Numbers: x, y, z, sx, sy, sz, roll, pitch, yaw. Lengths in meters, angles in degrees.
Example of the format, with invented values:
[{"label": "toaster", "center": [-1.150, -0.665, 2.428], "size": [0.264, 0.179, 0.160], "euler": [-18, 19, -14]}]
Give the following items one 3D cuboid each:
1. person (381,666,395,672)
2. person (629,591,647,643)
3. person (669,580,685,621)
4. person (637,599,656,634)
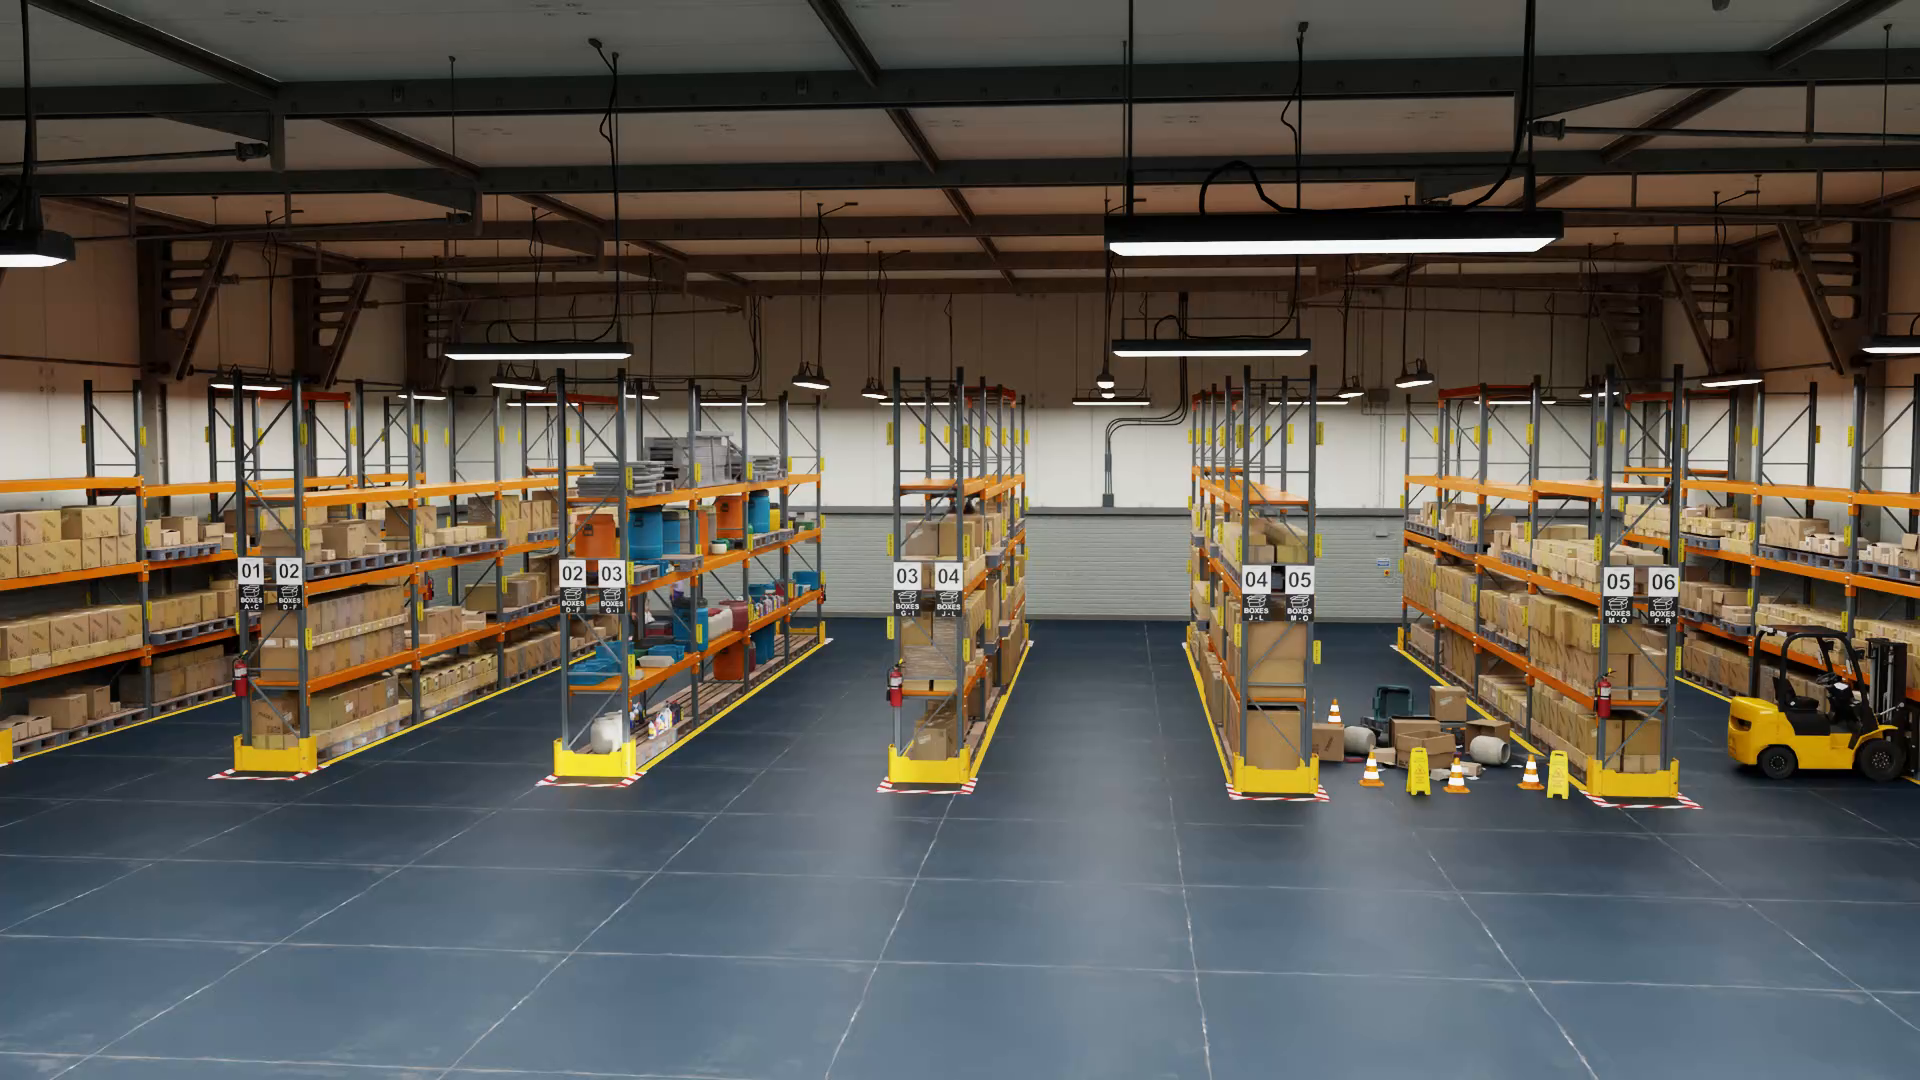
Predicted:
[{"label": "person", "center": [-11.184, 2.124, 32.239], "size": [0.474, 1.803, 0.657], "euler": [3, 5, 43]}, {"label": "person", "center": [-7.453, 1.699, 38.856], "size": [0.507, 1.797, 0.602], "euler": [1, 4, 16]}, {"label": "person", "center": [-7.316, 1.497, 43.184], "size": [0.444, 1.651, 0.492], "euler": [1, 4, 14]}, {"label": "person", "center": [-6.390, 2.053, 33.983], "size": [0.391, 1.719, 0.503], "euler": [0, 4, 1]}]
